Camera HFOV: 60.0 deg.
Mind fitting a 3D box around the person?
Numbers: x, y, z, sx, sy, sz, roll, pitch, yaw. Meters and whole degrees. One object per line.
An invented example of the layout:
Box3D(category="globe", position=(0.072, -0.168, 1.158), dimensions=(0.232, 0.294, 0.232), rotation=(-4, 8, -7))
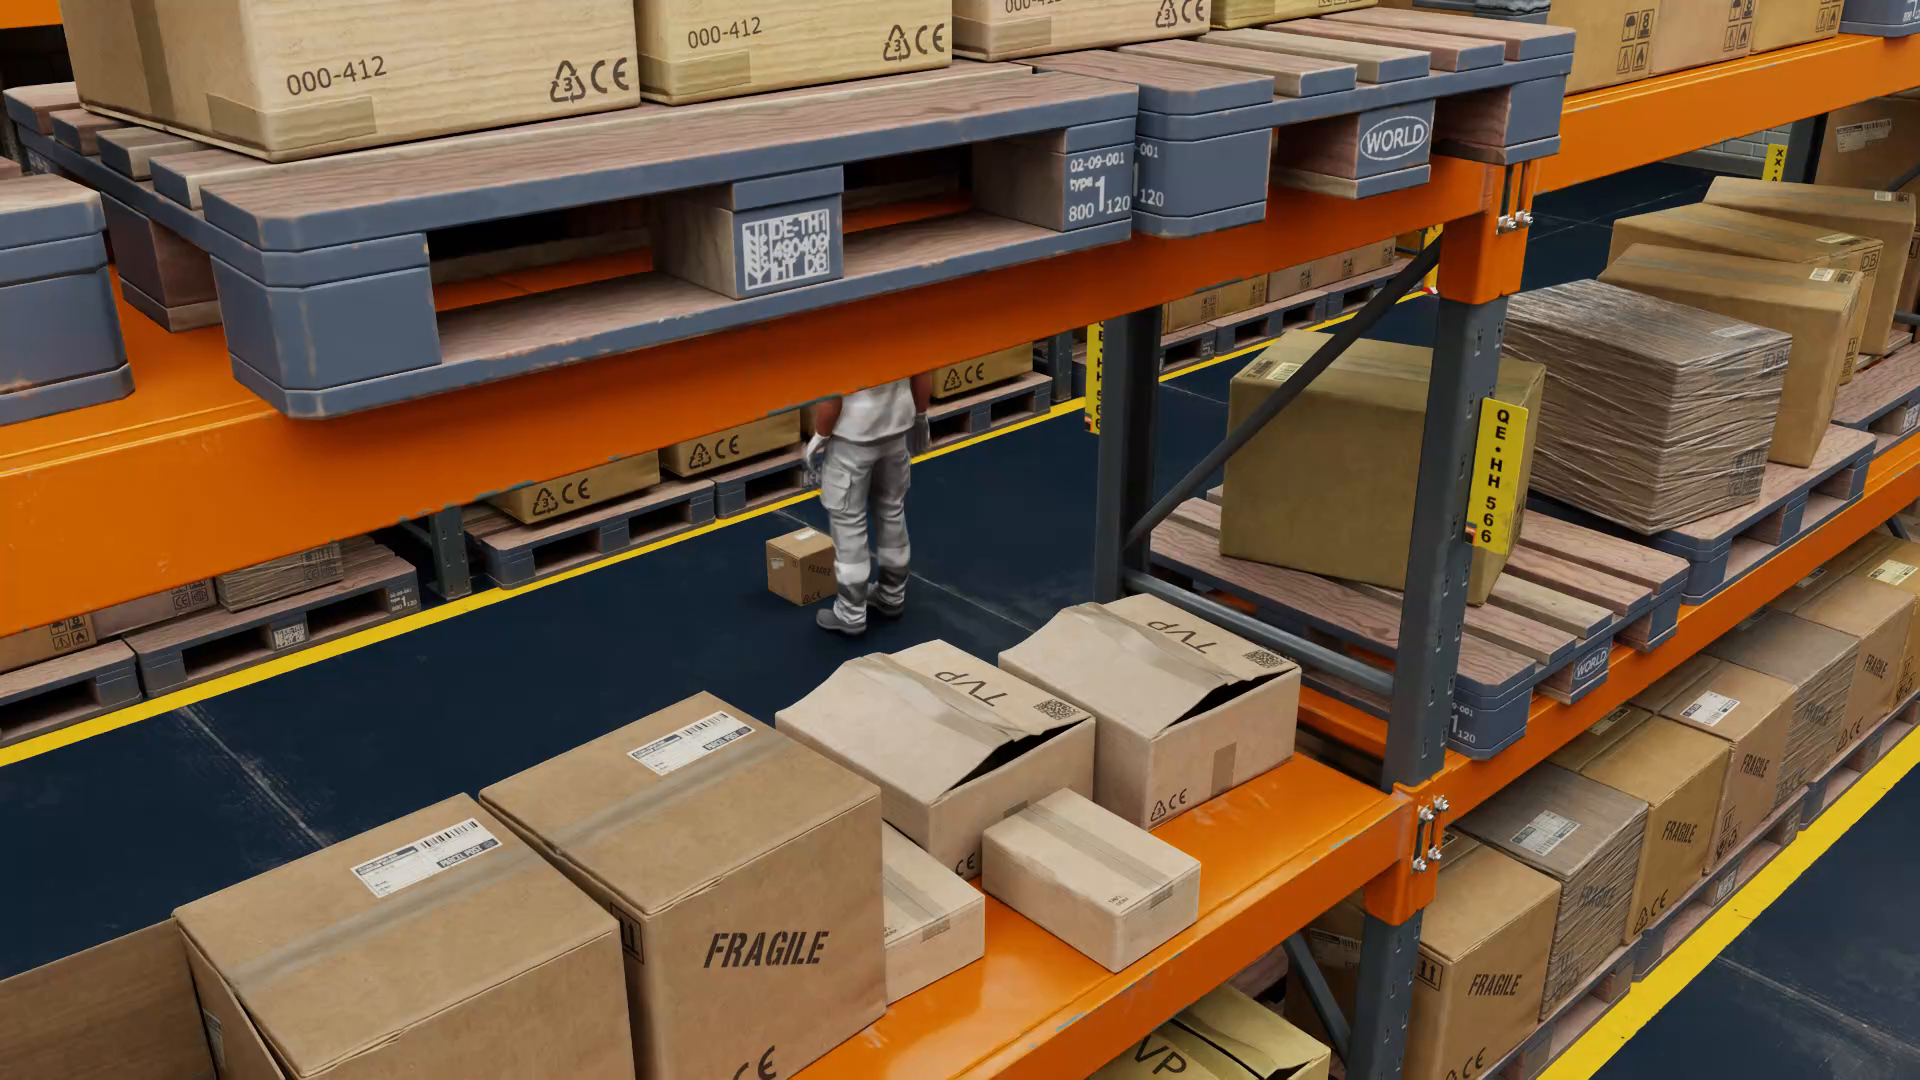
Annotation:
Box3D(category="person", position=(-0.401, -0.464, 7.074), dimensions=(0.608, 1.809, 0.441), rotation=(-21, 31, -38))
